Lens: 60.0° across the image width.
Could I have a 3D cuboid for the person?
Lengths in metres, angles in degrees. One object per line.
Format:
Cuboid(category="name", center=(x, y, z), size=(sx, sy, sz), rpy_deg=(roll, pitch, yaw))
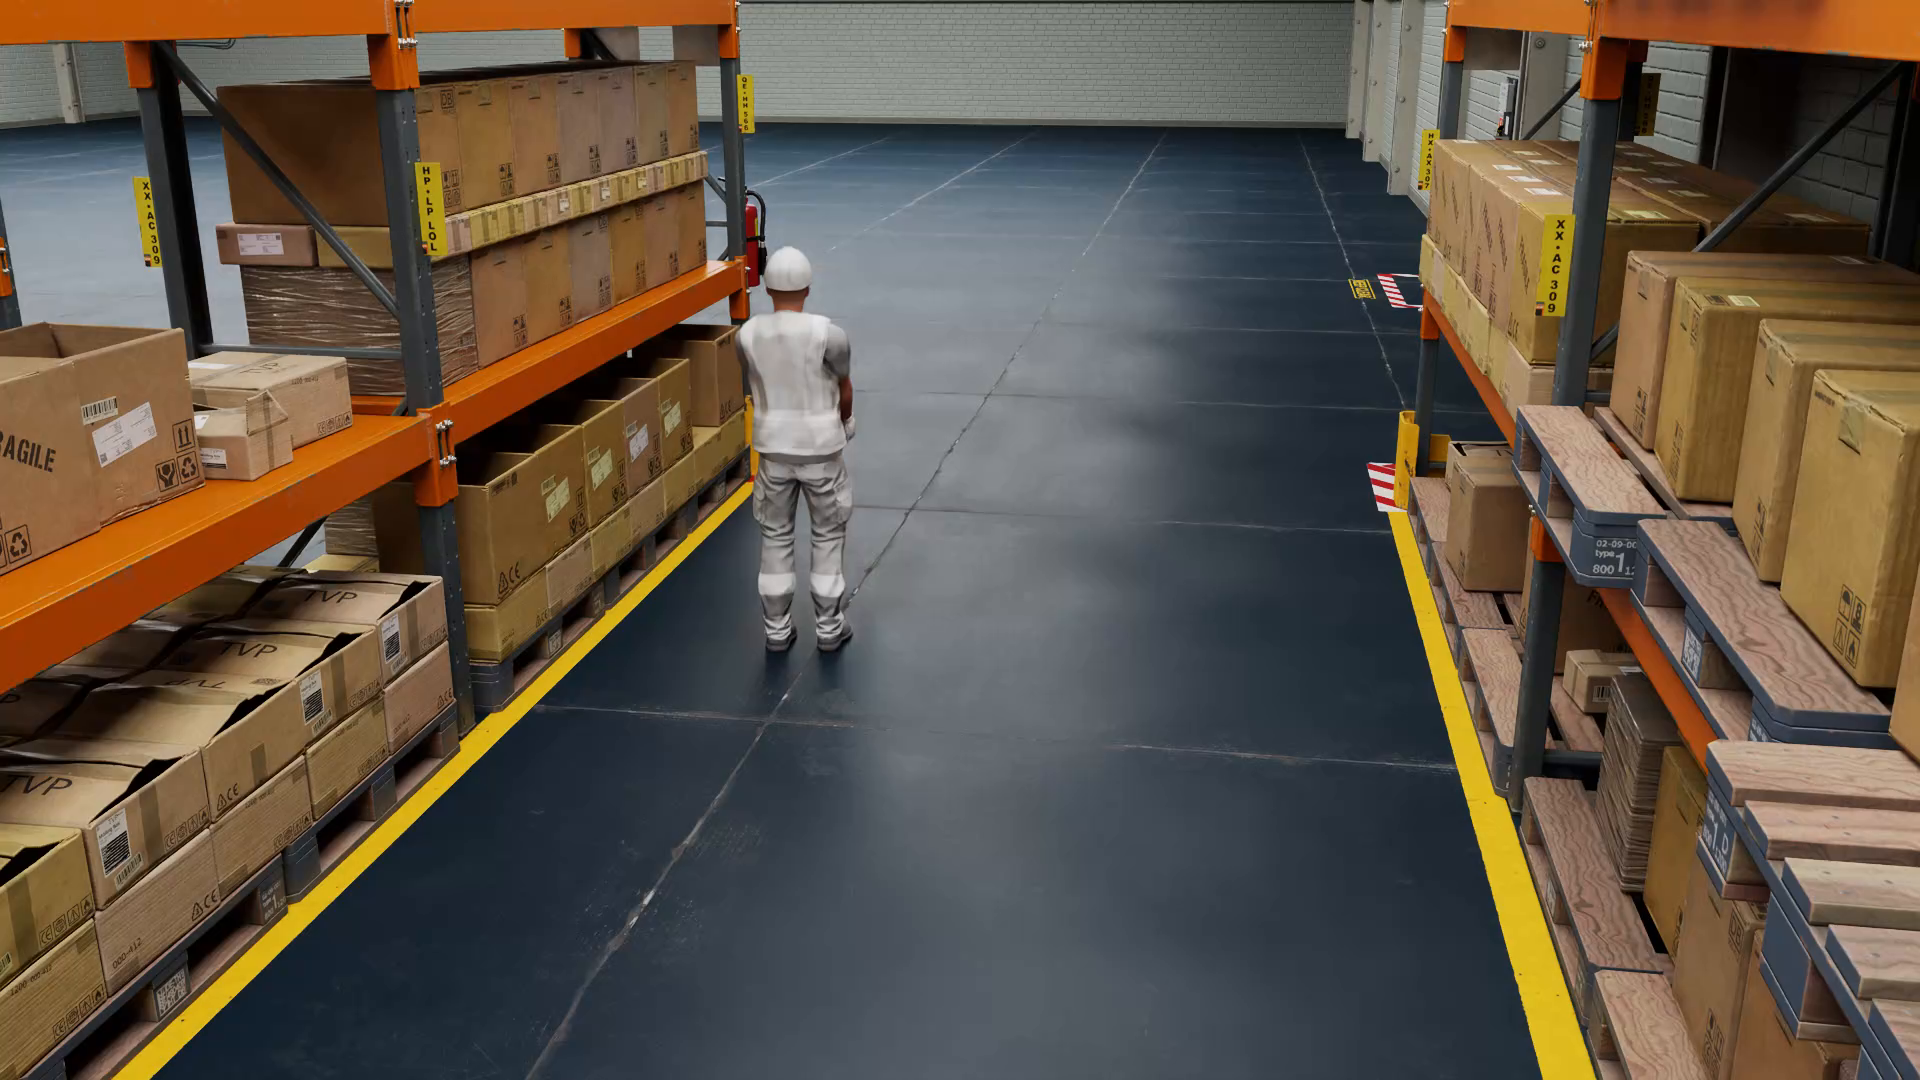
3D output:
Cuboid(category="person", center=(-0.686, -0.406, 7.285), size=(0.495, 1.786, 0.557), rpy_deg=(3, 18, 9))
